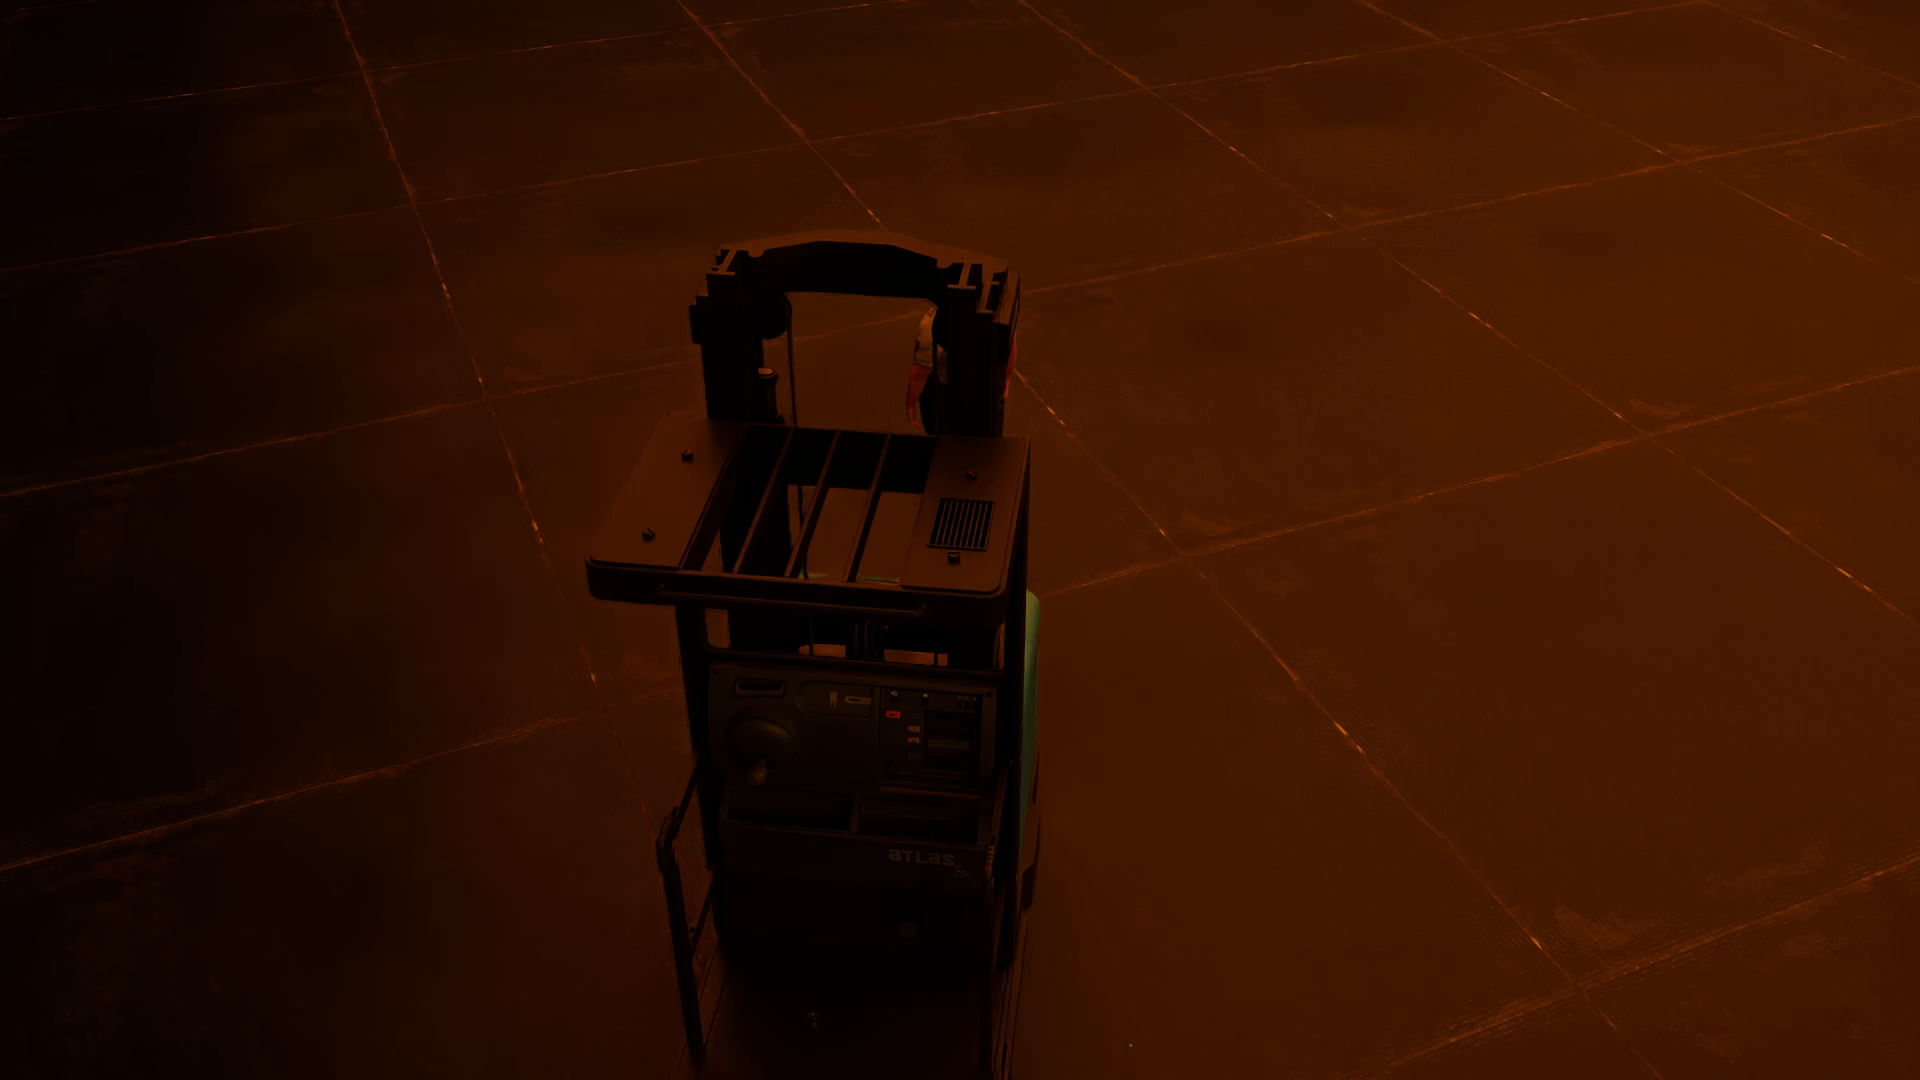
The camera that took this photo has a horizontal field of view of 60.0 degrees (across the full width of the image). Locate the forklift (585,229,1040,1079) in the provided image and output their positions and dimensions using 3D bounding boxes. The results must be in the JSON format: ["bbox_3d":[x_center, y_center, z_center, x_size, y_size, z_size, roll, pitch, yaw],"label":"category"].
[{"bbox_3d":[-0.373,0.676,5.148,1.130,2.935,3.031,4,36,6],"label":"forklift"}]

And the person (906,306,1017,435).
[{"bbox_3d":[-0.014,-0.730,8.220,0.599,1.650,0.503,-14,38,-19],"label":"person"}]
